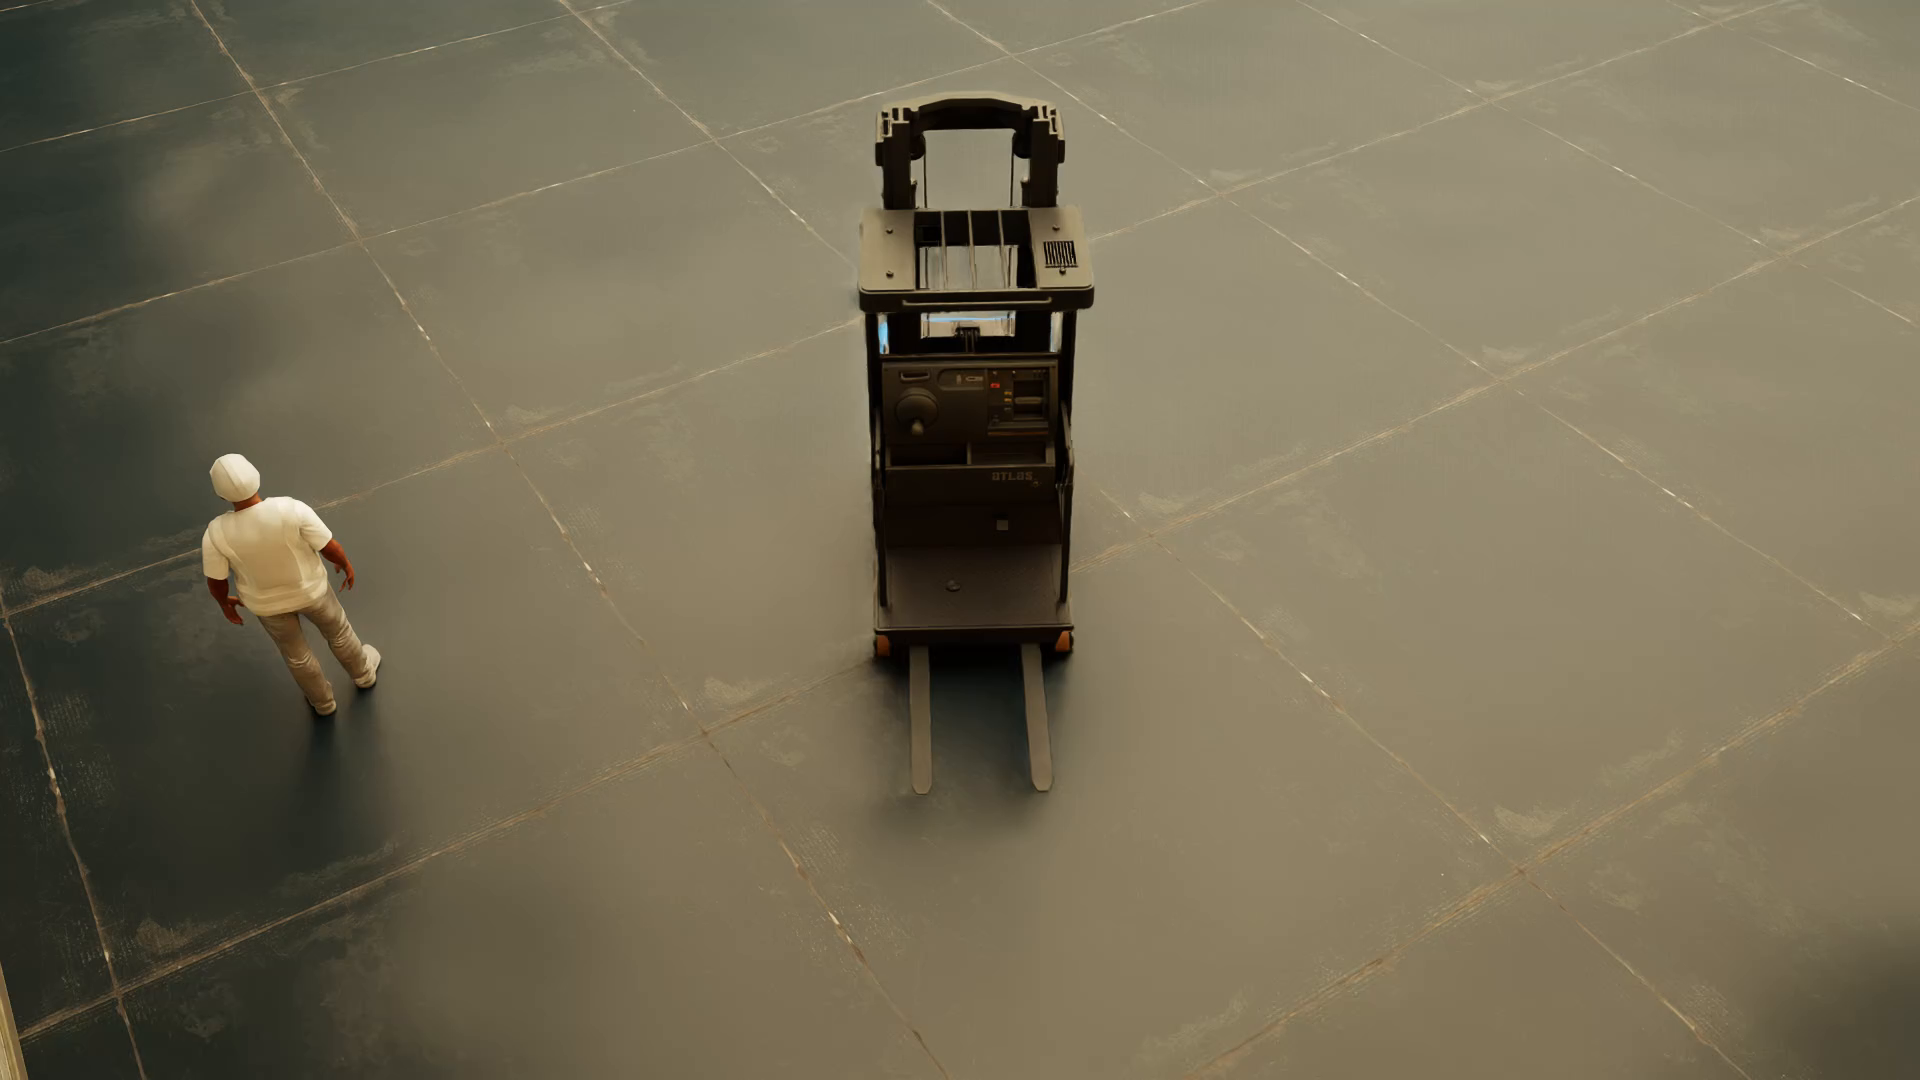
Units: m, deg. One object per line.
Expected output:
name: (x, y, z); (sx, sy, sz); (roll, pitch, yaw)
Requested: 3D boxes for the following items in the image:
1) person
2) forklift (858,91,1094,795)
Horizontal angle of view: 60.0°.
person: (-3.459, 0.202, 8.515); (0.667, 1.766, 0.578); (-16, 44, -18)
forklift: (0.063, -0.669, 8.636); (1.130, 2.935, 3.031); (-1, 41, -1)
